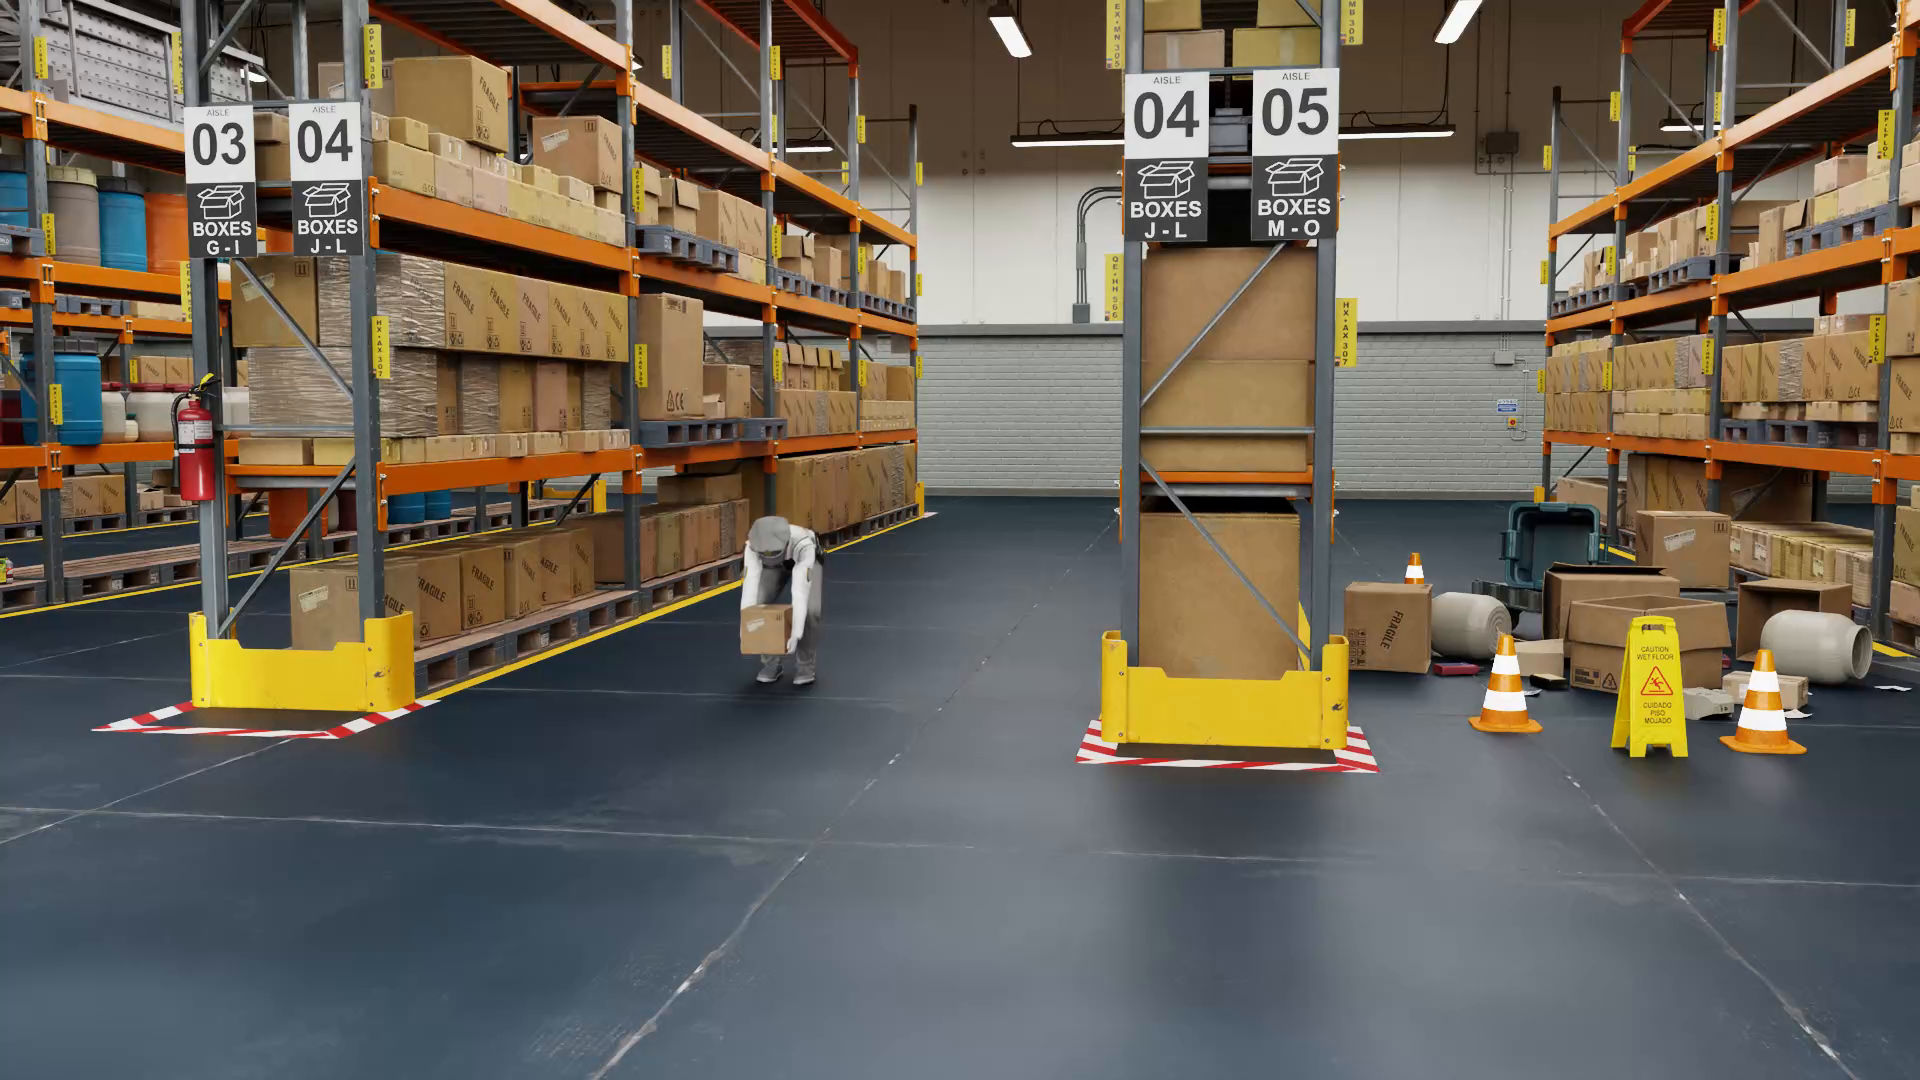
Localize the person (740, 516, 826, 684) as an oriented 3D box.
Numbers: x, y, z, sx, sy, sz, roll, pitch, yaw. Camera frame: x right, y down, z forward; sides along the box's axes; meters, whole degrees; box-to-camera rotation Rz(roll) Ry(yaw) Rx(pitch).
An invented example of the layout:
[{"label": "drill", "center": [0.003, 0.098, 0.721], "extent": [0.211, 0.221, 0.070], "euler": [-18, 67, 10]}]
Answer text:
[{"label": "person", "center": [-1.039, 0.345, 9.685], "extent": [0.448, 1.013, 0.912], "euler": [0, 5, 6]}]
